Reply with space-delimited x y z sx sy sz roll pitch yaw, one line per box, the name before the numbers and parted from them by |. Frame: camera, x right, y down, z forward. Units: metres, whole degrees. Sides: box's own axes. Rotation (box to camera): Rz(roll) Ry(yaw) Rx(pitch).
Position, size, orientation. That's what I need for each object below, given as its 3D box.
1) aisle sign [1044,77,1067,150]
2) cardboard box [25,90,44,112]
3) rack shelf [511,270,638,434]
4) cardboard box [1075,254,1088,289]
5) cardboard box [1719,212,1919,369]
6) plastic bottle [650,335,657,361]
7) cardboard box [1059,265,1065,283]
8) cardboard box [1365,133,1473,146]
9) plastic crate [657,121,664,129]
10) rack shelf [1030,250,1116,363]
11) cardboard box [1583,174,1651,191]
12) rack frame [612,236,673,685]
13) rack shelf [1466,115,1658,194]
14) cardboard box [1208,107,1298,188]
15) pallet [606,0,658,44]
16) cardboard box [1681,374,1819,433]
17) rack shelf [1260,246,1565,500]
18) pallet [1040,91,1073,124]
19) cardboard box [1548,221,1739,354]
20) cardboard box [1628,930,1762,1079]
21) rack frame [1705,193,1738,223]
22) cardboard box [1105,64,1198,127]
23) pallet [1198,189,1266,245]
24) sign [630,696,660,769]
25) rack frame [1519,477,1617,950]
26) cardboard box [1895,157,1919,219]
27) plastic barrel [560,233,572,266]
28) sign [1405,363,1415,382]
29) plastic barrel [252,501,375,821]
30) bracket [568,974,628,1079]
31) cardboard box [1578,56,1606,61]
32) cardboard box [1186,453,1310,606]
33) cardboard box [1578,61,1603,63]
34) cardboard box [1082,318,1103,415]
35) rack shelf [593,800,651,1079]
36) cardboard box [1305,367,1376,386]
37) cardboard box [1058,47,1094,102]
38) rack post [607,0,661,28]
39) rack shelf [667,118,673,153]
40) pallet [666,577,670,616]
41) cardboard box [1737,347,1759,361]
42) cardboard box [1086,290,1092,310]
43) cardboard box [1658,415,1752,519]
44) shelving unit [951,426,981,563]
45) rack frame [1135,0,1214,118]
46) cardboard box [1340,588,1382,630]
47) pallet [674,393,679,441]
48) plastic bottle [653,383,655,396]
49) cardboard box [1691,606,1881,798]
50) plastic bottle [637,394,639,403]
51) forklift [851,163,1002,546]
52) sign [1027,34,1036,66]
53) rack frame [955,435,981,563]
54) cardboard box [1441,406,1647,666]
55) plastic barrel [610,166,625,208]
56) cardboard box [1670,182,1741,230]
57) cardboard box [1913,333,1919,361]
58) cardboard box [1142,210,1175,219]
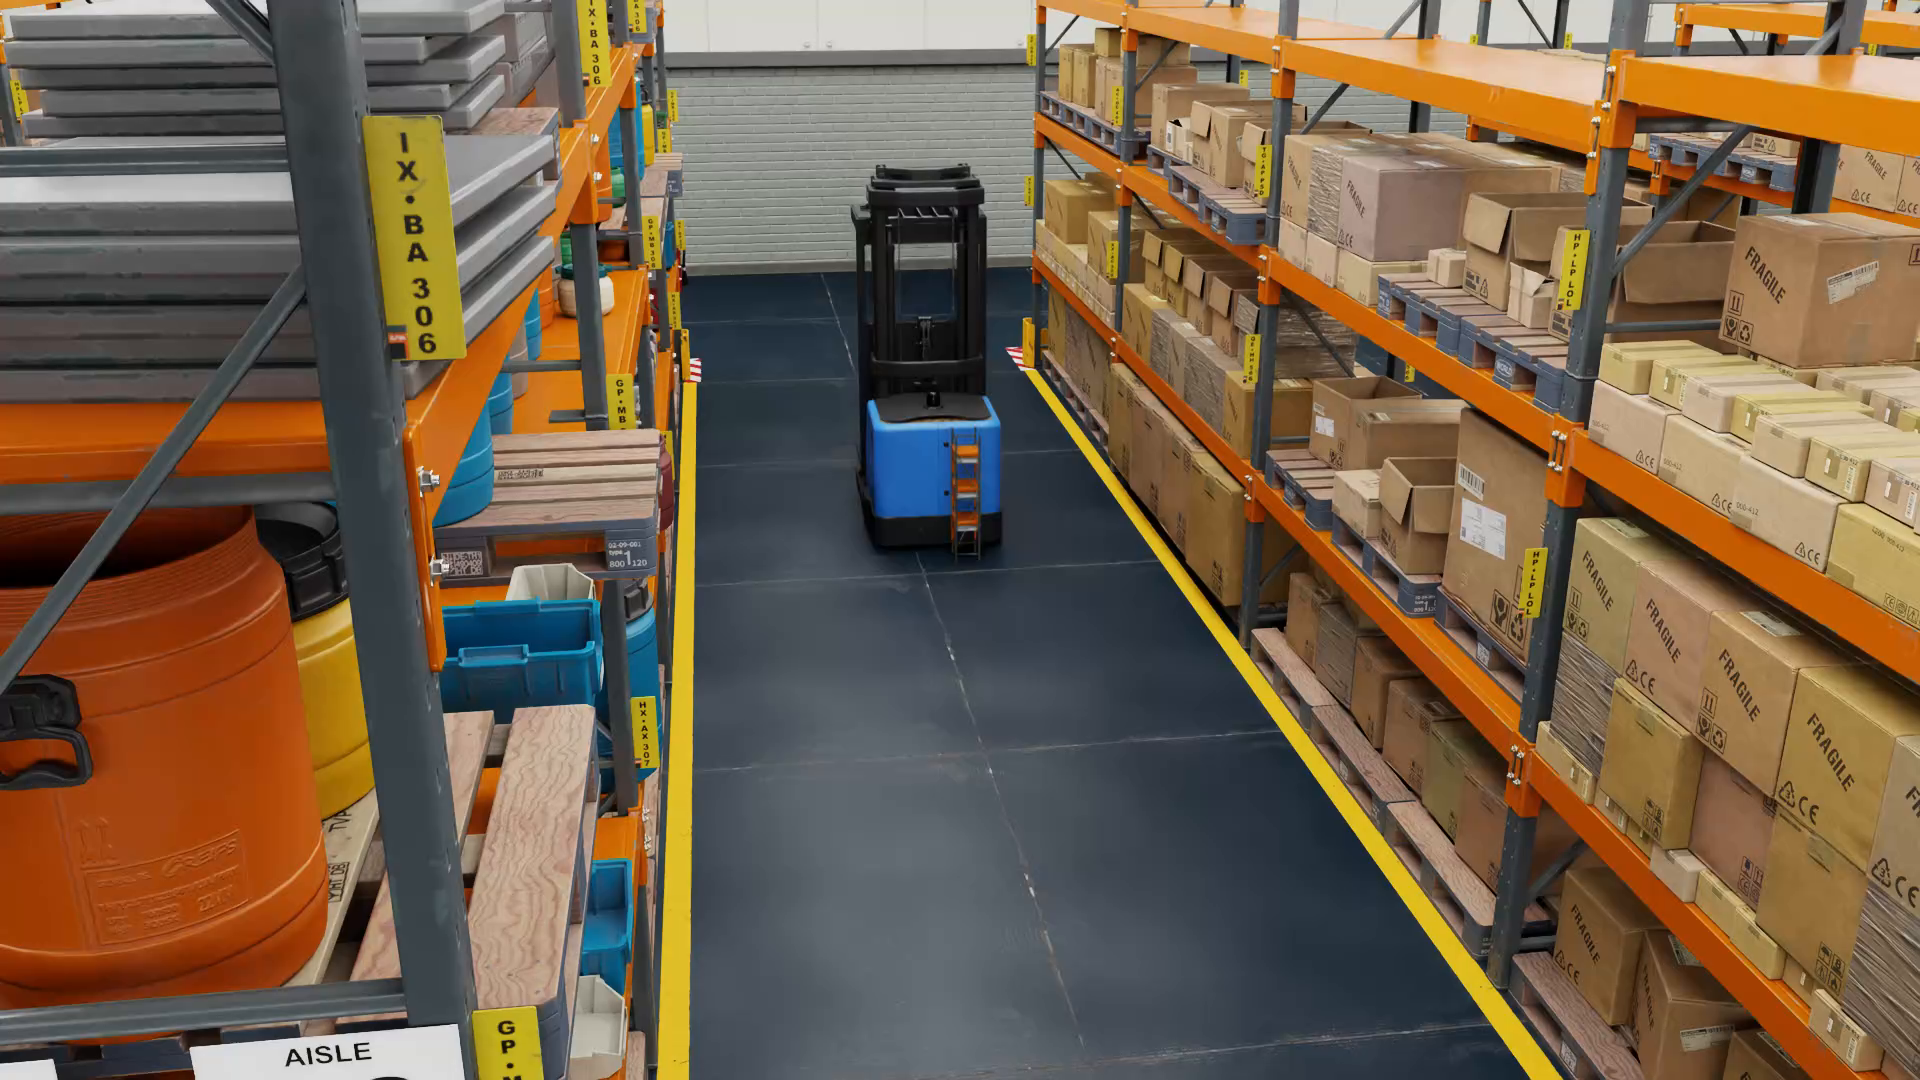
aisle sign | 1.014 -4.679 18.242 0.394 0.787 0.004 -3 21 -8
cardboard box | -7.946 -3.836 13.839 0.700 0.500 0.500 -3 21 -8
rack shelf | -2.139 -0.899 8.299 0.919 0.124 3.809 -3 21 -8
cardboard box | 1.423 -2.631 16.263 0.500 0.250 0.500 -2 21 -7
cardboard box | 3.368 -0.980 6.482 0.500 0.500 0.500 -4 21 -9
plastic bottle | -2.549 -1.564 13.784 0.061 0.283 0.133 -3 21 -8
cardboard box | 1.233 -2.749 17.149 0.380 0.149 0.250 -3 21 -8
cardboard box | 2.790 -2.215 10.216 0.500 0.500 0.500 -2 21 -6
plastic crate | -2.911 -3.605 14.980 0.497 0.269 0.590 -3 21 -8
rack shelf | 1.609 -2.422 16.943 1.077 0.370 4.000 -3 21 -8
cardboard box | 6.405 -3.264 16.172 0.500 0.500 0.500 -4 21 -9
rack frame | -2.427 -0.432 10.586 1.000 3.000 0.127 -3 21 -8
rack shelf | 6.532 -4.043 16.994 1.077 0.370 4.000 -3 21 -8
cardboard box | 2.103 -2.833 11.983 0.500 0.500 0.500 -2 21 -5
pallet | -2.501 -3.218 10.312 1.213 0.211 1.003 -3 21 -8
cardboard box | 2.917 -0.506 6.142 0.380 0.149 0.250 -3 21 -7
rack shelf | 2.762 -1.058 9.002 1.077 0.370 4.000 -3 21 -8
pallet | 1.438 -4.559 17.475 1.003 0.211 1.213 -3 21 -8
cardboard box | 3.081 -1.115 7.379 0.797 0.503 0.637 -4 21 -10
cardboard box | 3.159 2.016 7.004 0.500 0.500 0.500 4 21 9
rack frame | 6.817 -2.282 15.538 0.949 2.616 0.053 -3 21 -8
cardboard box | 1.725 -4.030 15.047 0.700 0.500 0.500 -4 21 -11
pallet | 2.329 -2.219 11.353 1.213 0.211 1.003 -2 21 -5
sign | -1.305 0.799 6.893 0.100 0.325 0.005 -3 21 -8
rack frame | 3.054 0.703 7.547 0.949 2.616 0.053 -3 21 -8
cardboard box | 7.063 -2.534 11.784 0.500 0.500 0.500 -3 21 -8
plastic barrel | -2.341 -1.682 9.866 0.294 0.245 0.294 0 20 0
sign | 3.010 -1.218 11.148 0.100 0.325 0.005 -3 21 -8
plastic barrel | -1.564 0.259 3.578 0.600 0.588 0.600 0 20 0
bracket | 8.175 -2.030 8.125 20.502 5.116 5.172 -3 21 -8
cardboard box | 6.681 -4.967 17.370 0.380 0.149 0.250 -3 21 -9
cardboard box | 2.395 -0.123 12.195 1.225 0.875 0.875 -4 21 -10
cardboard box | 6.260 -4.760 16.816 0.380 0.149 0.250 -2 21 -6
cardboard box | 1.752 -1.812 16.718 0.875 0.875 0.875 -3 21 -8
rack shelf | -1.562 1.982 5.150 1.077 0.370 4.000 -3 21 -8
cardboard box | 2.673 -0.911 11.724 0.500 0.500 0.500 -2 21 -6
cardboard box | 1.411 -4.769 17.025 0.700 0.500 0.500 -4 21 -10
rack post | -2.586 -3.699 11.473 0.937 0.300 0.954 -1 20 -2
rack shelf | -3.292 -3.578 15.749 1.077 0.370 4.000 -3 21 -8
pallet | -2.582 0.603 11.799 1.003 0.211 1.213 -3 21 -8
cardboard box | 3.383 -0.721 6.716 0.380 0.149 0.250 -2 21 -6
cardboard box | 1.418 -2.305 15.960 0.380 0.149 0.250 -3 21 -7
cardboard box | 2.943 -0.280 6.106 0.500 0.250 0.500 -3 21 -8
shelving unit | 0.047 -0.356 13.168 0.215 1.050 0.252 -2 21 -7
rack frame | 1.901 -4.877 13.913 0.949 2.616 0.053 -3 21 -8
cardboard box | 2.687 0.345 10.376 0.500 0.250 0.500 -1 20 -2
pallet | -3.327 -1.187 16.592 1.003 0.211 1.213 -3 21 -8
plastic bottle | -2.438 -1.217 12.972 0.097 0.201 0.097 0 20 0
cardboard box | 3.009 0.563 5.924 0.500 0.500 0.500 -3 21 -8
plastic bottle | -2.326 -0.979 12.235 0.097 0.271 0.097 0 20 0
forklift | -0.351 -1.800 14.348 1.130 2.935 3.031 -2 21 -7
sign | 0.771 -5.278 17.910 0.100 0.325 0.005 -3 21 -8
rack frame | 0.062 -0.313 13.054 0.200 1.050 0.008 -2 21 -7
cardboard box | 3.075 -0.057 8.124 1.000 1.000 1.000 -3 21 -7
plastic barrel | -2.352 -2.340 11.028 0.294 0.245 0.294 0 20 0
cardboard box | 6.996 -3.105 15.746 0.500 0.500 0.500 -2 21 -6
cardboard box | 6.873 -1.401 12.090 0.380 0.149 0.250 -4 21 -10
cardboard box | 2.018 -2.837 15.742 0.500 0.500 0.500 -3 21 -8
